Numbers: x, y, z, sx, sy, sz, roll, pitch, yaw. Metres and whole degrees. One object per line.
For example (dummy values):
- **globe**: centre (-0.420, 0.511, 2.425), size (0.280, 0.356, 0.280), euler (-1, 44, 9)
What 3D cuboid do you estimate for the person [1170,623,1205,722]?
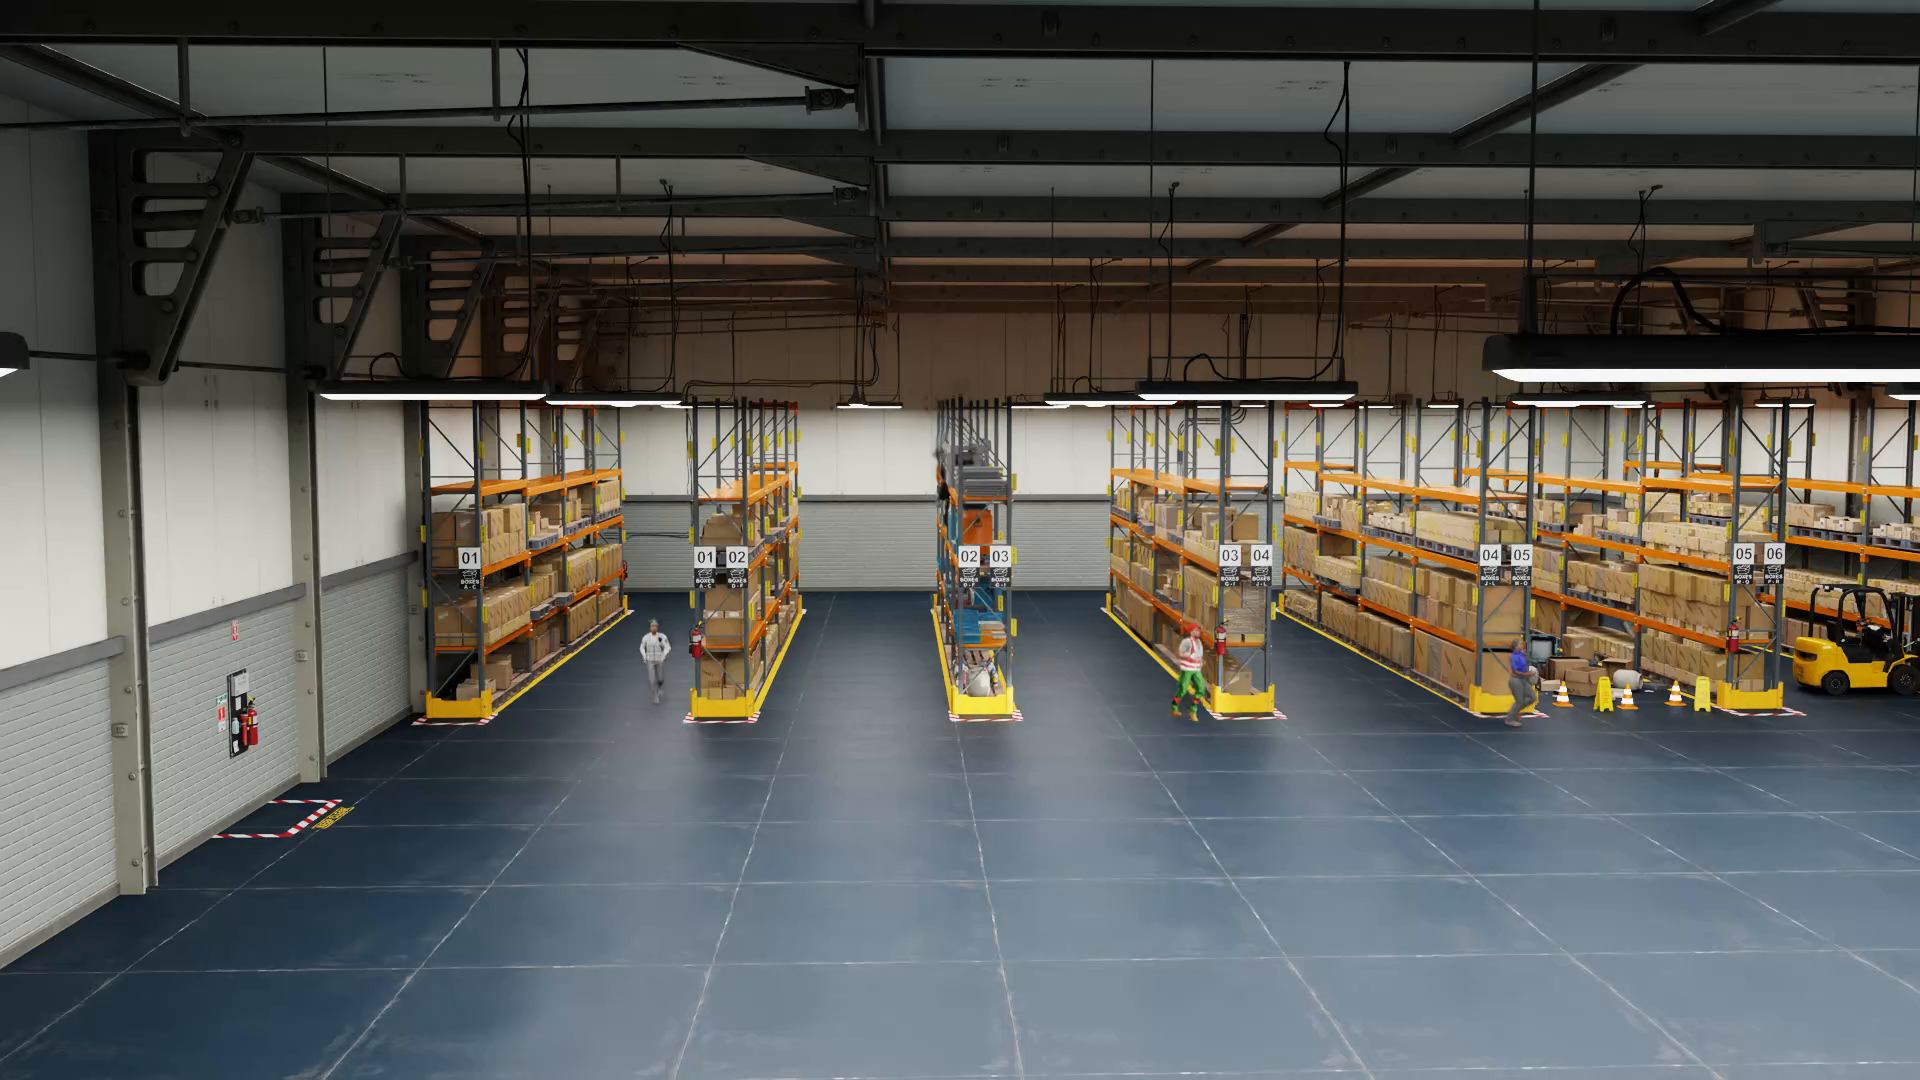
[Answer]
- **person**: centre (4.304, 2.458, 30.906), size (0.652, 1.836, 0.747), euler (-3, 5, -33)

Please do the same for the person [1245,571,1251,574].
- **person**: centre (7.745, 1.389, 45.263), size (0.598, 1.657, 0.904), euler (-1, 4, -8)

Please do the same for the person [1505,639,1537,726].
- **person**: centre (10.175, 2.593, 30.212), size (0.527, 1.588, 0.599), euler (3, 5, 36)

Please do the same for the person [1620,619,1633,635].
- **person**: centre (16.507, 1.687, 41.118), size (0.580, 1.673, 0.938), euler (0, 4, -3)

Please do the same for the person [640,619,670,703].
- **person**: centre (-5.997, 2.372, 32.697), size (0.599, 1.652, 0.544), euler (-1, 4, -8)
